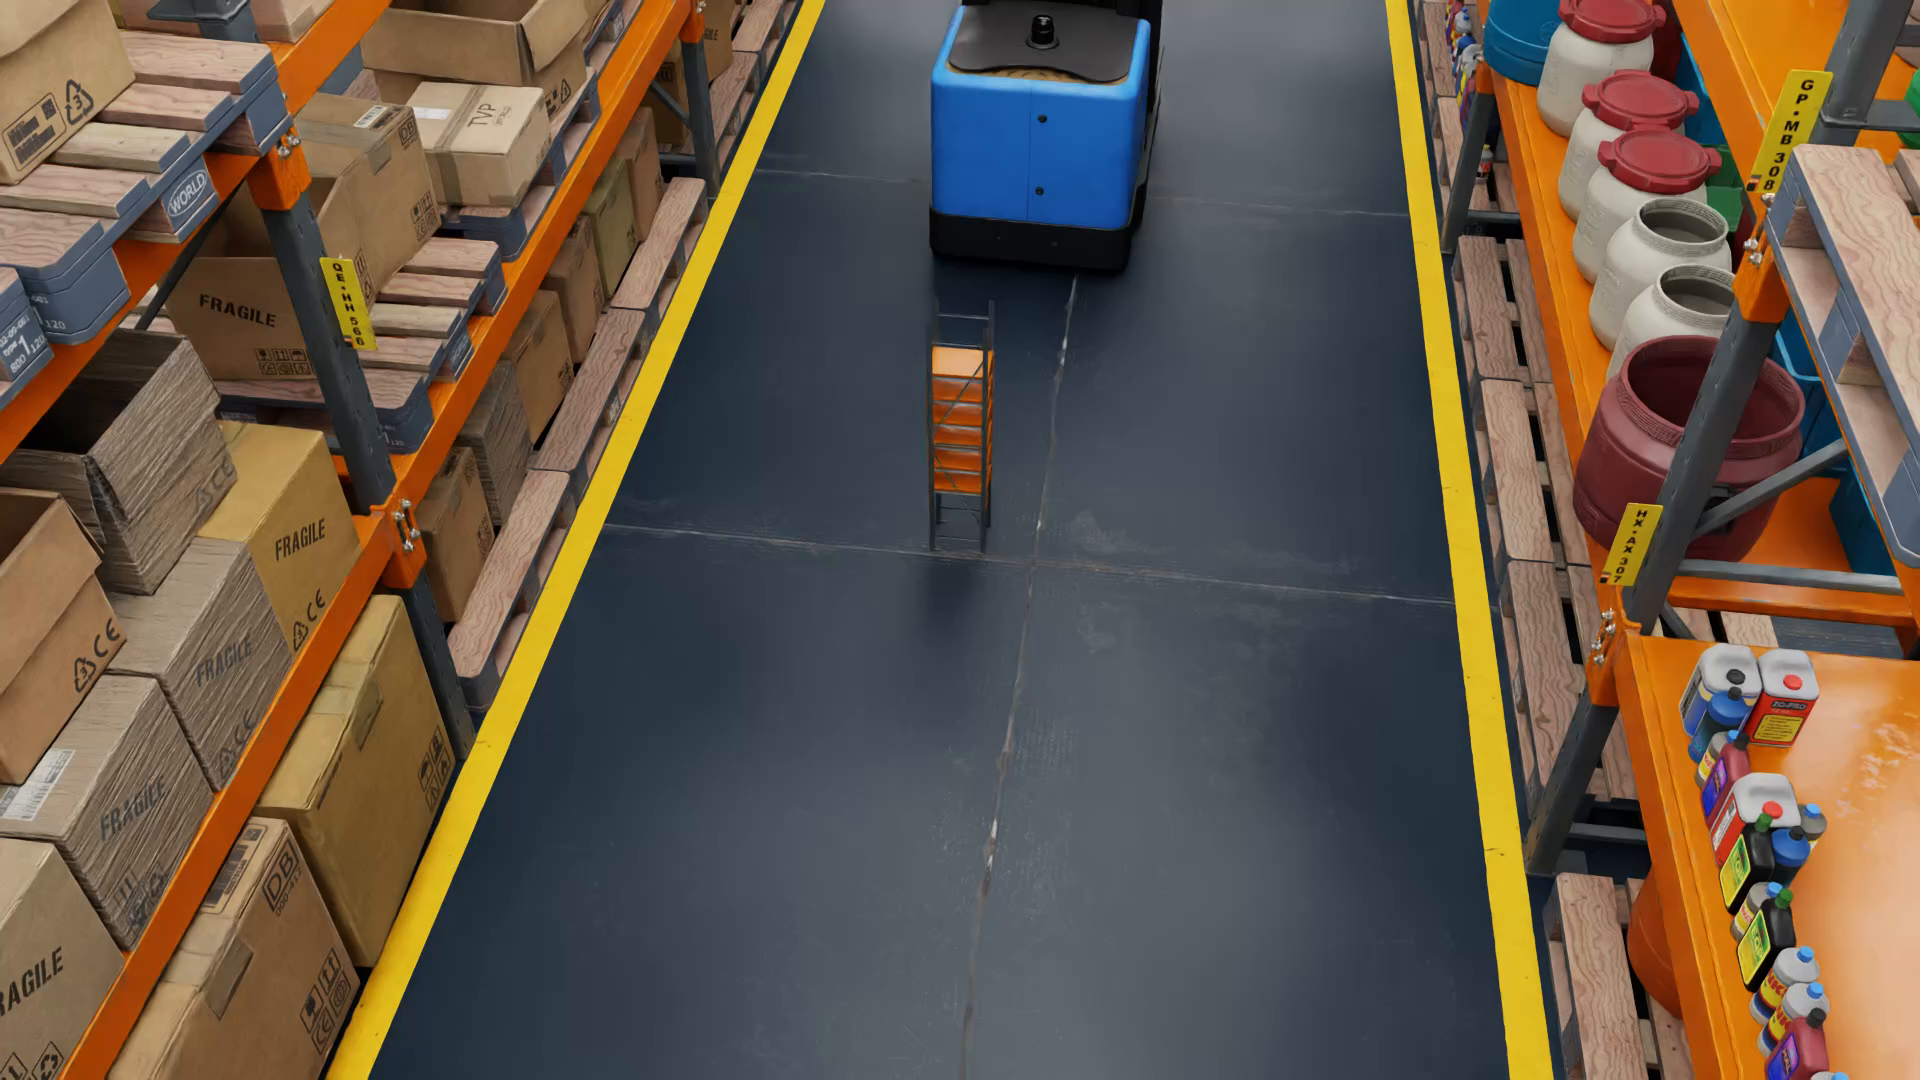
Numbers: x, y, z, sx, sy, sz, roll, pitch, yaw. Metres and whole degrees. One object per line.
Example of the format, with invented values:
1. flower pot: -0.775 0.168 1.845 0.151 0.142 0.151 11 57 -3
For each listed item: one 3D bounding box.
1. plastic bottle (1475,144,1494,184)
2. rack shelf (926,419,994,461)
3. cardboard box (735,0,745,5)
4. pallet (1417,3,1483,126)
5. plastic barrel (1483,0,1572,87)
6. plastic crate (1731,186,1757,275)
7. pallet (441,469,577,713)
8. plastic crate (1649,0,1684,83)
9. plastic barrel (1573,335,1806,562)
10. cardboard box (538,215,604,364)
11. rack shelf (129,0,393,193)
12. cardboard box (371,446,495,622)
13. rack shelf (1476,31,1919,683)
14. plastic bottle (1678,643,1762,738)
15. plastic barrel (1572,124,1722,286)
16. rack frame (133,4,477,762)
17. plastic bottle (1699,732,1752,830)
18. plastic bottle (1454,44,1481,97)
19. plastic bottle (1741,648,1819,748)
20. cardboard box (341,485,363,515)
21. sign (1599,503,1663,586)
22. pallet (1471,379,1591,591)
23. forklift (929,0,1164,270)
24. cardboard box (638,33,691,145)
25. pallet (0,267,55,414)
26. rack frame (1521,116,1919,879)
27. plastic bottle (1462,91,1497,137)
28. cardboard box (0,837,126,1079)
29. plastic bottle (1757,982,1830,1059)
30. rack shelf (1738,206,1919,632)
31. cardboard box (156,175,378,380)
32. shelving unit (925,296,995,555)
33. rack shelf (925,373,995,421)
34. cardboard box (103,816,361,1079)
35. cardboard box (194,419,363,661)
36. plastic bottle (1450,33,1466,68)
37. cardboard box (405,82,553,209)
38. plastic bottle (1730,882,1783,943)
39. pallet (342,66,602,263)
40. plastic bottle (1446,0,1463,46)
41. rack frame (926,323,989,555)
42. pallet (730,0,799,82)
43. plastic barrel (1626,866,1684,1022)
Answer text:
1. plastic bottle: 2.803 -2.025 8.922 0.097 0.201 0.097 0 43 0
2. rack shelf: 0.002 -0.413 6.878 0.258 0.103 0.180 5 44 6
3. cardboard box: -1.563 -3.768 10.560 0.500 0.500 0.500 9 44 9
4. pallet: 3.353 -2.881 10.139 1.003 0.211 1.213 5 44 6
5. plastic barrel: 2.713 -2.552 7.399 0.600 0.901 0.708 5 44 6
6. plastic crate: 3.052 -0.977 6.053 0.402 0.464 0.583 5 44 6
7. pallet: -2.270 0.150 6.938 1.003 0.211 1.213 5 44 6
8. plastic crate: 3.303 -2.271 7.421 0.402 0.464 0.583 5 44 6
9. plastic barrel: 2.296 -0.273 5.258 0.600 0.536 0.708 5 44 6
10. cardboard box: -2.103 -1.187 7.820 0.700 0.500 0.500 2 43 2
11. rack shelf: -2.110 -2.521 6.072 1.077 0.370 4.000 5 44 6
12. cardboard box: -2.306 -0.041 6.609 0.700 0.500 0.500 3 44 3
13. rack shelf: 2.799 -0.982 6.628 1.077 0.370 4.000 5 44 6
14. plastic bottle: 2.157 0.431 4.704 0.152 0.276 0.135 5 44 6
15. plastic barrel: 2.566 -1.228 6.267 0.433 0.535 0.433 0 43 0
16. rack frame: -2.374 -0.330 5.417 1.000 3.000 0.127 5 44 6
17. plastic bottle: 2.069 0.648 4.469 0.061 0.283 0.133 5 44 6
18. plastic bottle: 2.957 -2.703 9.584 0.152 0.276 0.135 6 44 6
19. plastic bottle: 2.308 0.445 4.689 0.152 0.276 0.135 5 44 6
20. cardboard box: -2.316 -0.314 6.352 0.500 0.250 0.500 7 44 7
21. sign: 1.989 0.016 4.933 0.100 0.325 0.005 5 44 6
22. pallet: 2.840 -0.221 7.330 1.003 0.211 1.213 5 44 6
23. forklift: 0.594 -3.489 8.803 1.130 2.935 3.031 7 44 7
24. cardboard box: -1.753 -2.570 9.295 0.500 0.500 0.500 4 44 4
25. pallet: -2.552 -0.145 3.177 1.003 0.211 1.213 7 44 7
26. rack frame: 2.535 0.120 4.941 1.000 3.000 0.127 5 44 6
27. plastic bottle: 2.889 -2.400 9.209 0.144 0.351 0.185 3 44 3
28. cardboard box: -2.399 1.033 3.905 0.500 0.500 0.500 6 44 6
29. plastic bottle: 1.993 1.139 3.959 0.097 0.271 0.097 0 43 0
30. rack shelf: 2.271 0.655 2.718 1.077 0.370 4.000 5 44 6
31. cardboard box: -2.343 -0.890 5.631 0.500 0.500 0.500 0 43 0
32. shelving unit: 0.002 -0.446 6.848 0.258 1.200 0.189 5 44 6
33. rack shelf: 0.002 -0.588 6.713 0.258 0.103 0.180 5 44 6
34. cardboard box: -2.612 1.364 4.867 1.225 0.875 0.875 5 44 6
35. cardboard box: -2.194 -0.008 5.004 0.500 0.500 0.500 6 44 7
36. plastic bottle: 2.972 -2.899 9.845 0.097 0.201 0.097 0 43 0
37. cardboard box: -1.925 -1.549 6.508 0.500 0.250 0.500 4 44 4
38. plastic bottle: 2.036 0.941 4.219 0.097 0.201 0.097 0 43 0
39. pallet: -2.153 -1.613 6.912 1.003 0.211 1.213 5 44 6
40. plastic bottle: 2.996 -3.145 10.046 0.061 0.283 0.133 6 44 6
41. rack frame: -0.010 -0.383 6.782 0.240 1.200 0.006 5 44 6
42. pallet: -1.633 -3.338 10.622 1.003 0.211 1.213 5 44 6
43. plastic barrel: 2.487 1.091 5.189 0.600 0.830 0.708 5 44 6
